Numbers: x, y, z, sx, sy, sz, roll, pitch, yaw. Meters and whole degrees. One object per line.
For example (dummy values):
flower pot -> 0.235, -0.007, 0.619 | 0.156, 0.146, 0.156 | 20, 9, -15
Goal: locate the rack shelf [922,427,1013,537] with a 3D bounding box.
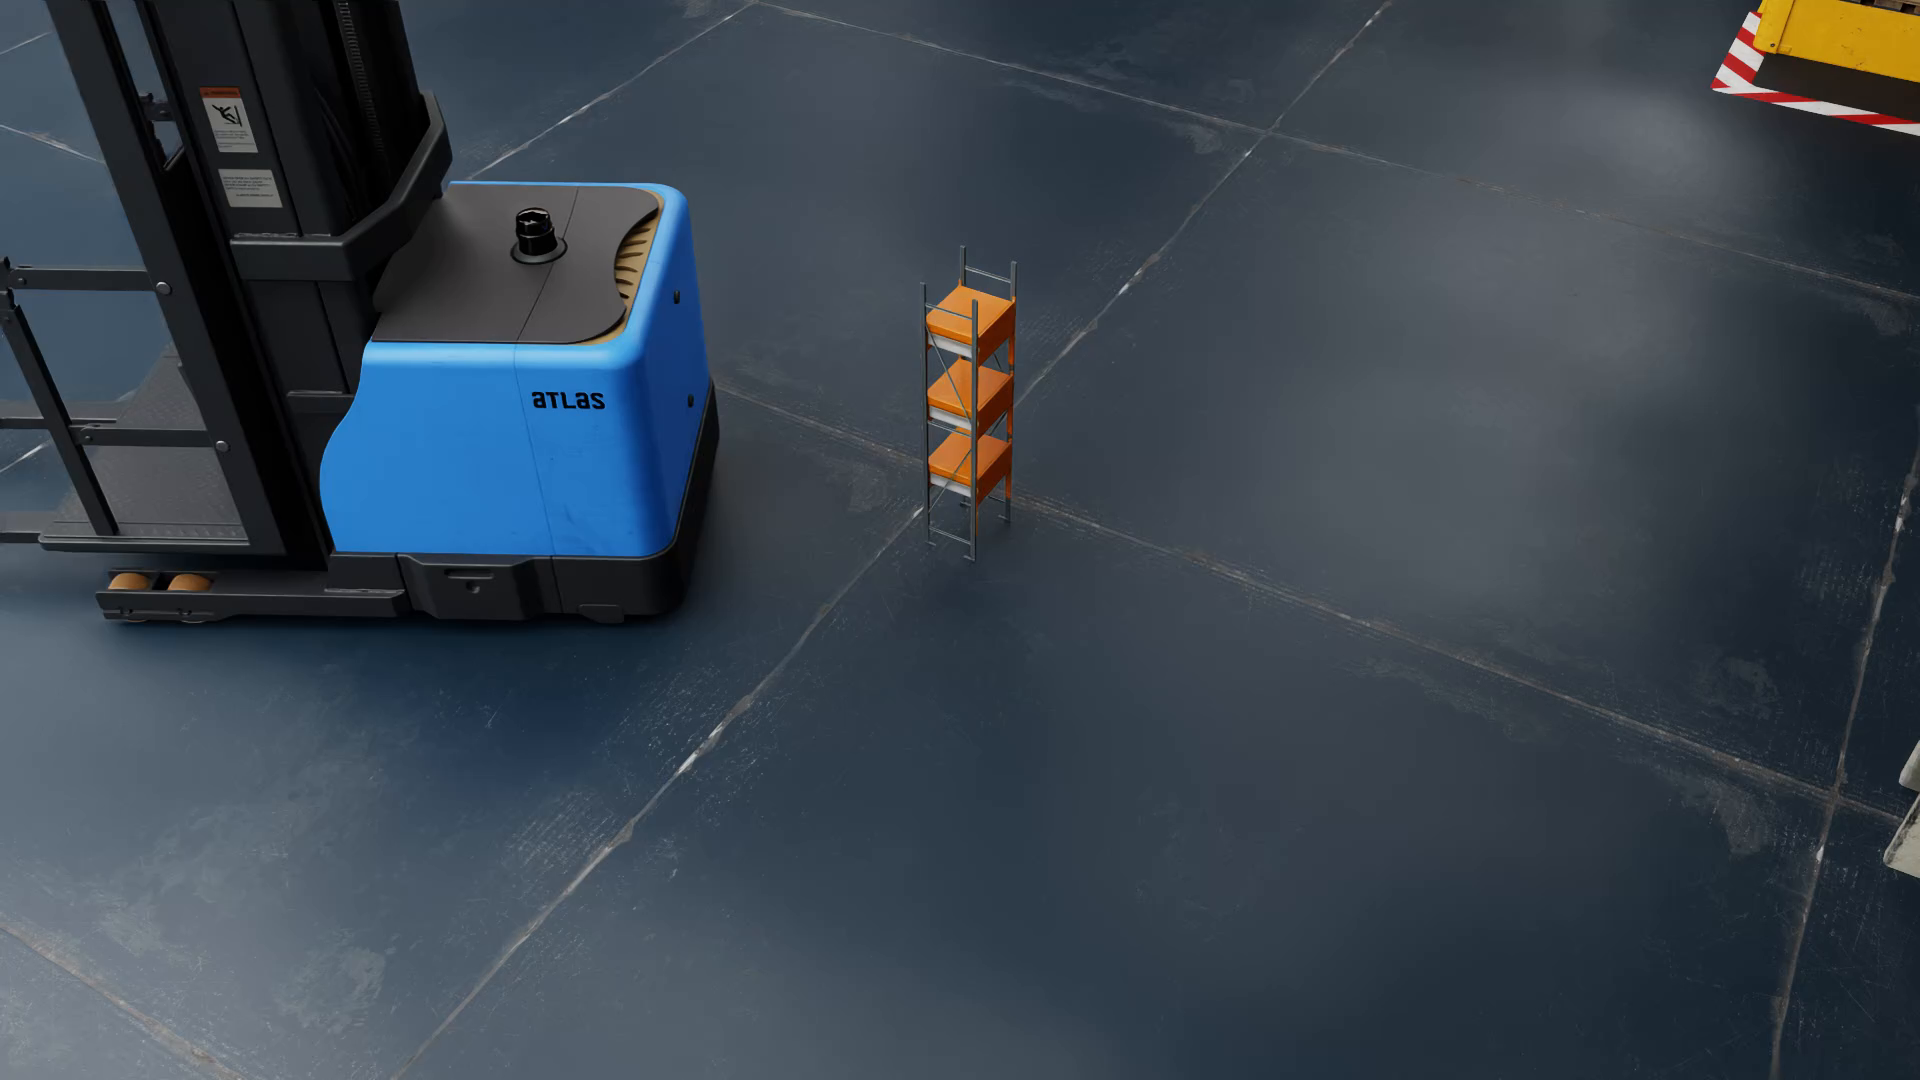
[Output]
rack shelf -> 0.027, -0.208, 5.628 | 0.215, 0.259, 0.240 | 21, 45, 22

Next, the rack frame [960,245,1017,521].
rack frame -> 0.088, -0.494, 5.517 | 0.200, 1.050, 0.008 | 21, 45, 22

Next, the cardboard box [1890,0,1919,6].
cardboard box -> 5.135, -2.946, 8.588 | 0.500, 0.250, 0.500 | 21, 46, 22

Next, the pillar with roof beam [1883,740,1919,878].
pillar with roof beam -> -0.881, -3.946, 3.422 | 9.100, 9.000, 0.400 | 21, 45, 22

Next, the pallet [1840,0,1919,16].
pallet -> 5.066, -3.009, 9.007 | 1.003, 0.211, 1.213 | 21, 45, 22

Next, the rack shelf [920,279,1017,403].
rack shelf -> 0.027, -0.630, 5.257 | 0.215, 0.259, 0.240 | 21, 45, 22

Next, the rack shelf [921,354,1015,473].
rack shelf -> 0.027, -0.417, 5.445 | 0.215, 0.259, 0.240 | 21, 45, 22

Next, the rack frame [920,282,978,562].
rack frame -> -0.034, -0.355, 5.359 | 0.200, 1.050, 0.008 | 21, 45, 22

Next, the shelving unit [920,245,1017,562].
shelving unit -> 0.027, -0.425, 5.438 | 0.215, 1.050, 0.252 | 21, 45, 22

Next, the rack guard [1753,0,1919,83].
rack guard -> 4.708, -2.652, 8.383 | 1.175, 0.500, 0.348 | 21, 45, 22

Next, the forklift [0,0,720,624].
forklift -> -2.403, -1.176, 4.867 | 3.031, 2.935, 1.130 | 1, 41, 1
